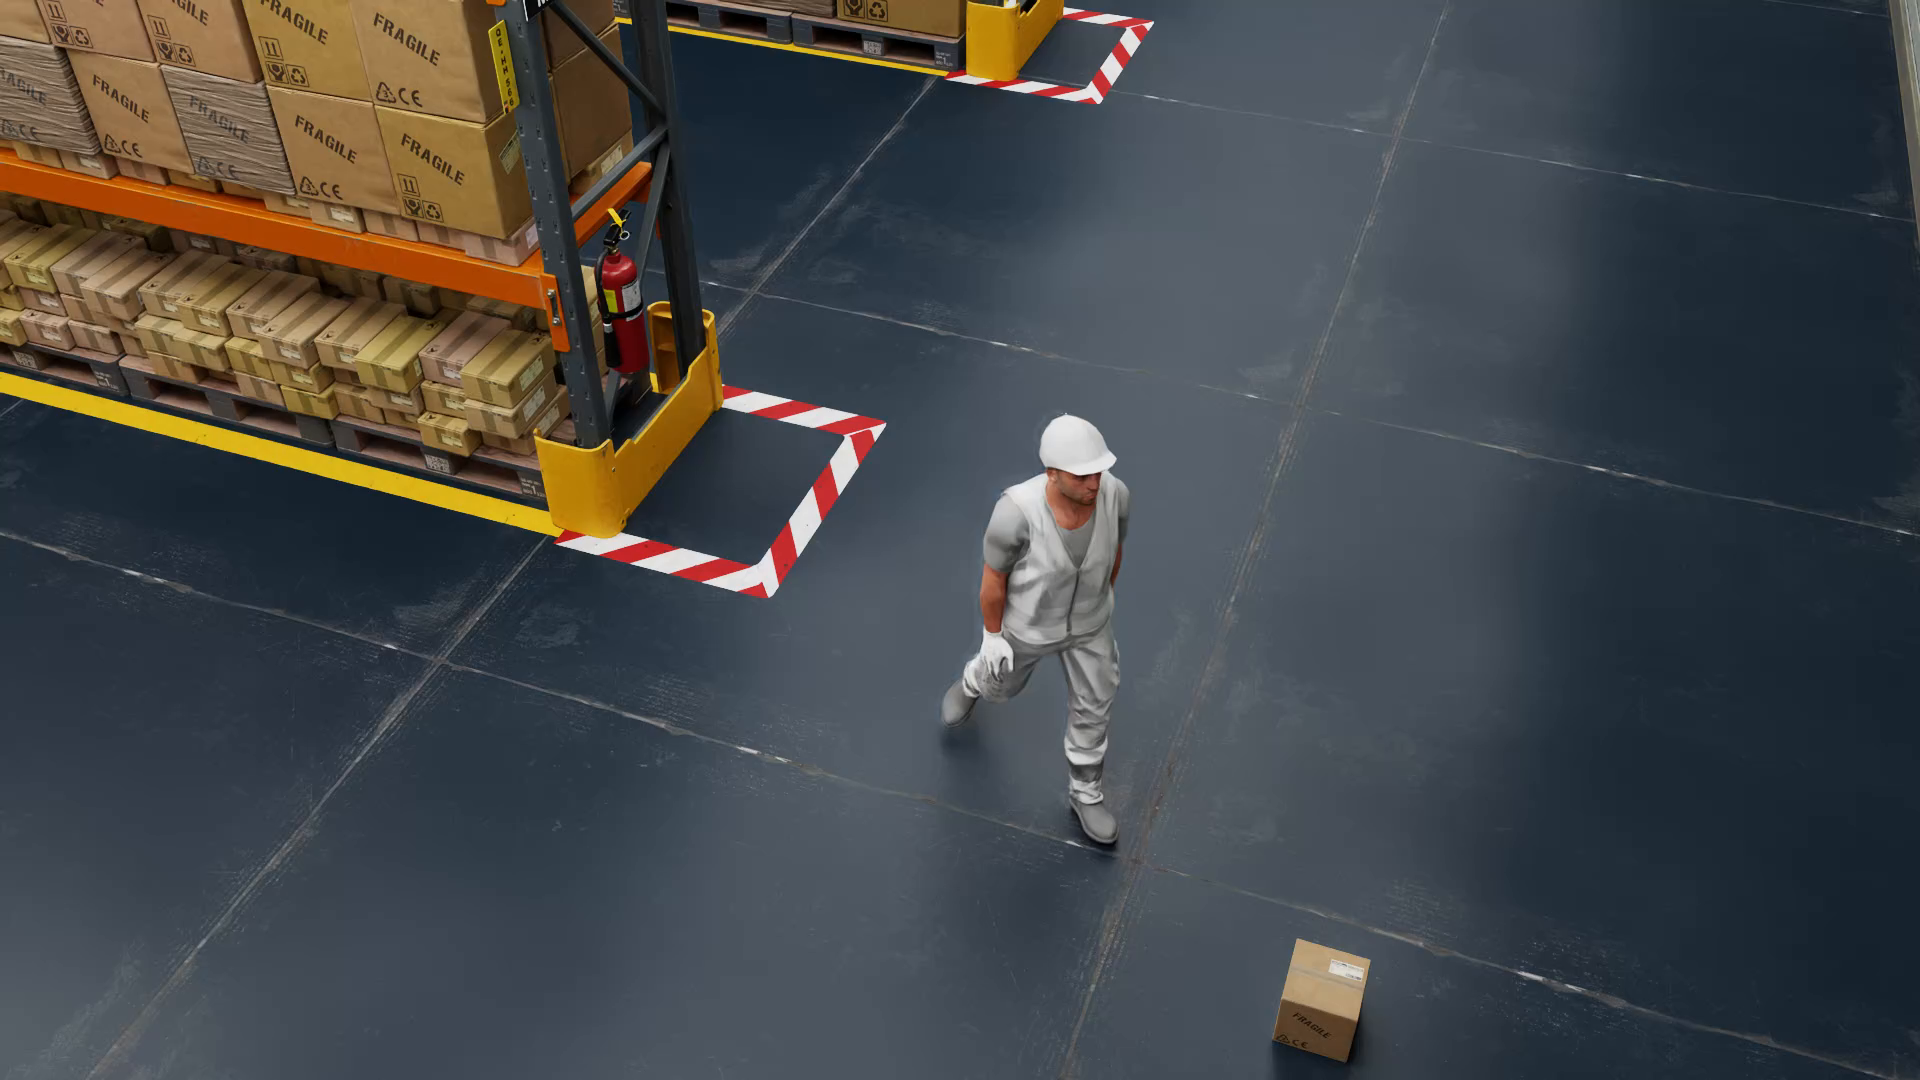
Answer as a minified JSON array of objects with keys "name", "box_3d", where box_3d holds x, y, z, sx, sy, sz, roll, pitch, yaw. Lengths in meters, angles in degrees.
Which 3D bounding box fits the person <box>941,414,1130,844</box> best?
[{"name":"person","box_3d":[0.286,0.233,5.866,0.578,1.780,0.904,-12,42,-13]}]
